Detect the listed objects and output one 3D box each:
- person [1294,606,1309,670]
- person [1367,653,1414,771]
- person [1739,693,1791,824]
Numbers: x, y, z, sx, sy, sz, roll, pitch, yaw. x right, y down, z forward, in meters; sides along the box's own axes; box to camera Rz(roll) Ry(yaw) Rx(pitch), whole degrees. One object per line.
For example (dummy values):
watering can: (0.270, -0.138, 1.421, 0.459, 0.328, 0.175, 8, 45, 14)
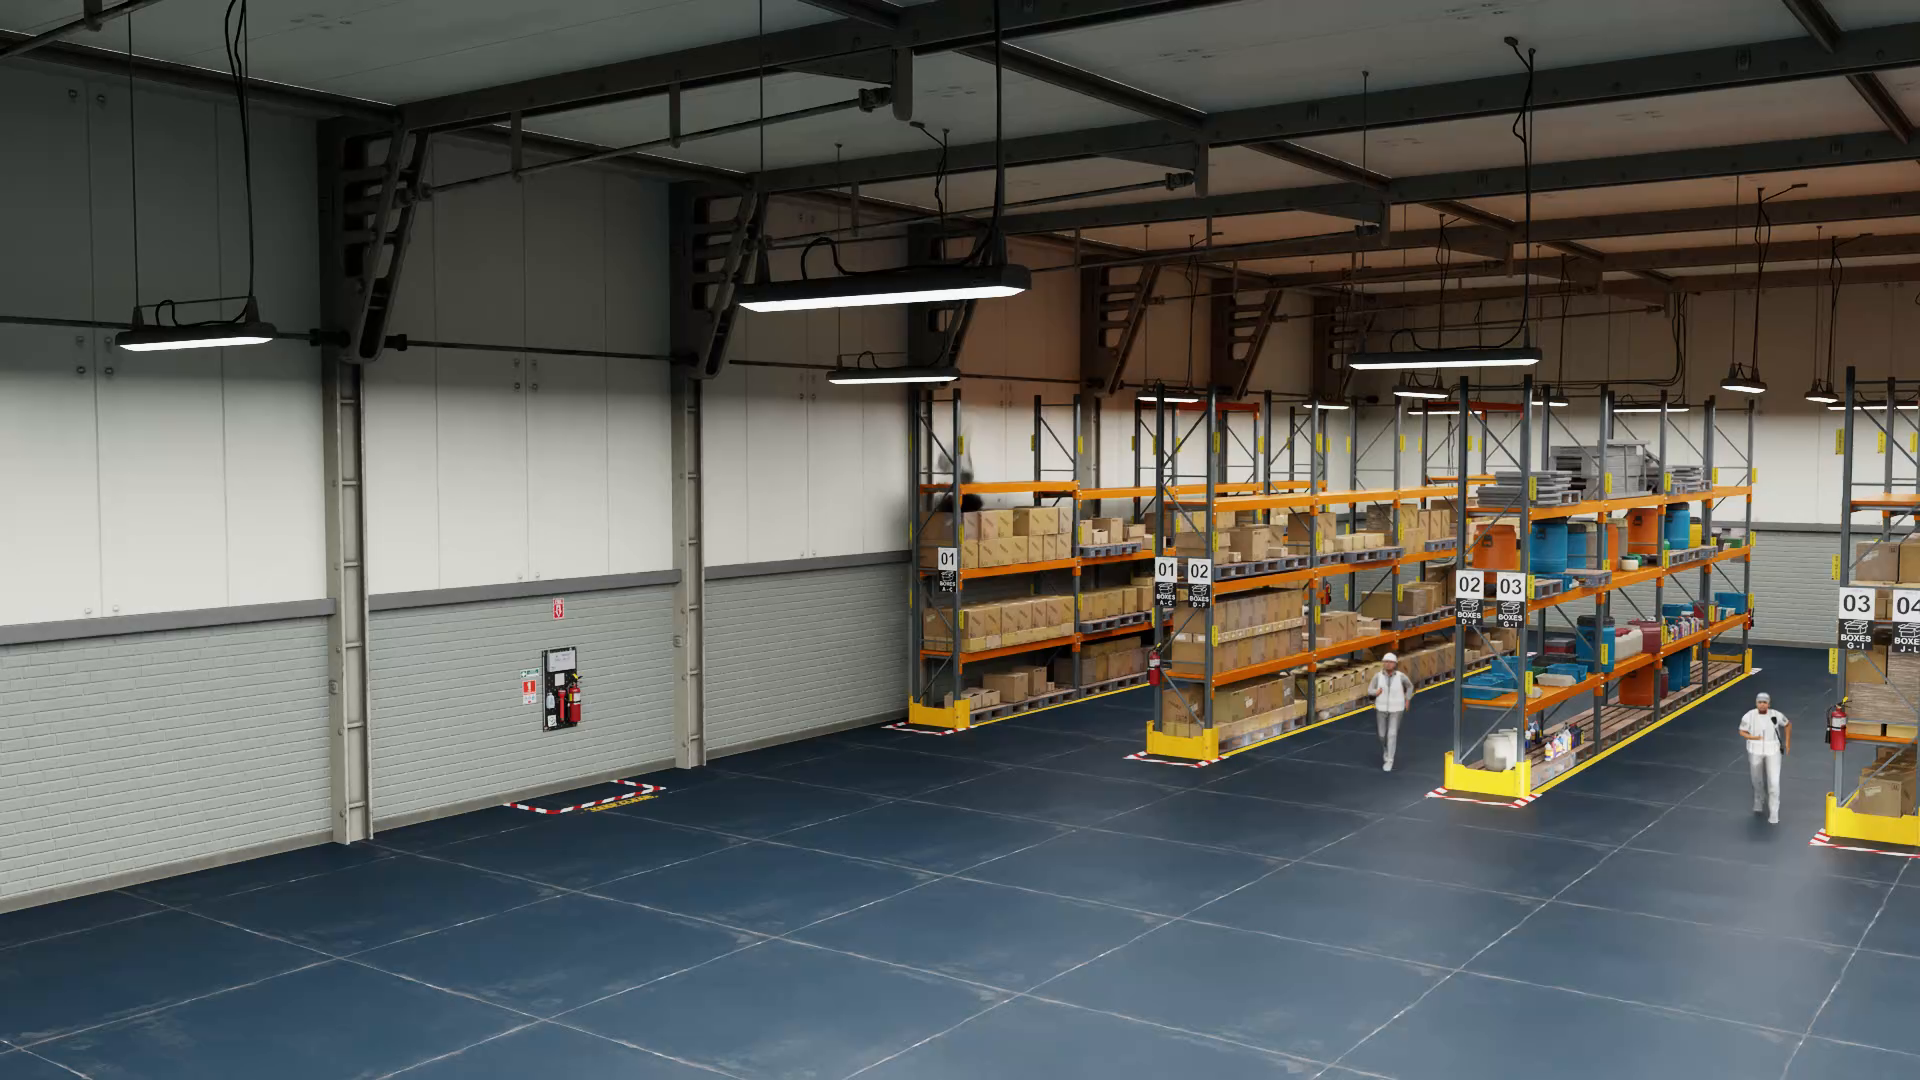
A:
person: (7.280, 2.066, 35.867, 0.680, 1.839, 0.842, 2, 4, 28)
person: (6.653, 2.626, 25.759, 0.670, 1.768, 0.924, 1, 4, 25)
person: (10.802, 2.908, 22.338, 0.618, 1.731, 0.720, 2, 4, 30)
